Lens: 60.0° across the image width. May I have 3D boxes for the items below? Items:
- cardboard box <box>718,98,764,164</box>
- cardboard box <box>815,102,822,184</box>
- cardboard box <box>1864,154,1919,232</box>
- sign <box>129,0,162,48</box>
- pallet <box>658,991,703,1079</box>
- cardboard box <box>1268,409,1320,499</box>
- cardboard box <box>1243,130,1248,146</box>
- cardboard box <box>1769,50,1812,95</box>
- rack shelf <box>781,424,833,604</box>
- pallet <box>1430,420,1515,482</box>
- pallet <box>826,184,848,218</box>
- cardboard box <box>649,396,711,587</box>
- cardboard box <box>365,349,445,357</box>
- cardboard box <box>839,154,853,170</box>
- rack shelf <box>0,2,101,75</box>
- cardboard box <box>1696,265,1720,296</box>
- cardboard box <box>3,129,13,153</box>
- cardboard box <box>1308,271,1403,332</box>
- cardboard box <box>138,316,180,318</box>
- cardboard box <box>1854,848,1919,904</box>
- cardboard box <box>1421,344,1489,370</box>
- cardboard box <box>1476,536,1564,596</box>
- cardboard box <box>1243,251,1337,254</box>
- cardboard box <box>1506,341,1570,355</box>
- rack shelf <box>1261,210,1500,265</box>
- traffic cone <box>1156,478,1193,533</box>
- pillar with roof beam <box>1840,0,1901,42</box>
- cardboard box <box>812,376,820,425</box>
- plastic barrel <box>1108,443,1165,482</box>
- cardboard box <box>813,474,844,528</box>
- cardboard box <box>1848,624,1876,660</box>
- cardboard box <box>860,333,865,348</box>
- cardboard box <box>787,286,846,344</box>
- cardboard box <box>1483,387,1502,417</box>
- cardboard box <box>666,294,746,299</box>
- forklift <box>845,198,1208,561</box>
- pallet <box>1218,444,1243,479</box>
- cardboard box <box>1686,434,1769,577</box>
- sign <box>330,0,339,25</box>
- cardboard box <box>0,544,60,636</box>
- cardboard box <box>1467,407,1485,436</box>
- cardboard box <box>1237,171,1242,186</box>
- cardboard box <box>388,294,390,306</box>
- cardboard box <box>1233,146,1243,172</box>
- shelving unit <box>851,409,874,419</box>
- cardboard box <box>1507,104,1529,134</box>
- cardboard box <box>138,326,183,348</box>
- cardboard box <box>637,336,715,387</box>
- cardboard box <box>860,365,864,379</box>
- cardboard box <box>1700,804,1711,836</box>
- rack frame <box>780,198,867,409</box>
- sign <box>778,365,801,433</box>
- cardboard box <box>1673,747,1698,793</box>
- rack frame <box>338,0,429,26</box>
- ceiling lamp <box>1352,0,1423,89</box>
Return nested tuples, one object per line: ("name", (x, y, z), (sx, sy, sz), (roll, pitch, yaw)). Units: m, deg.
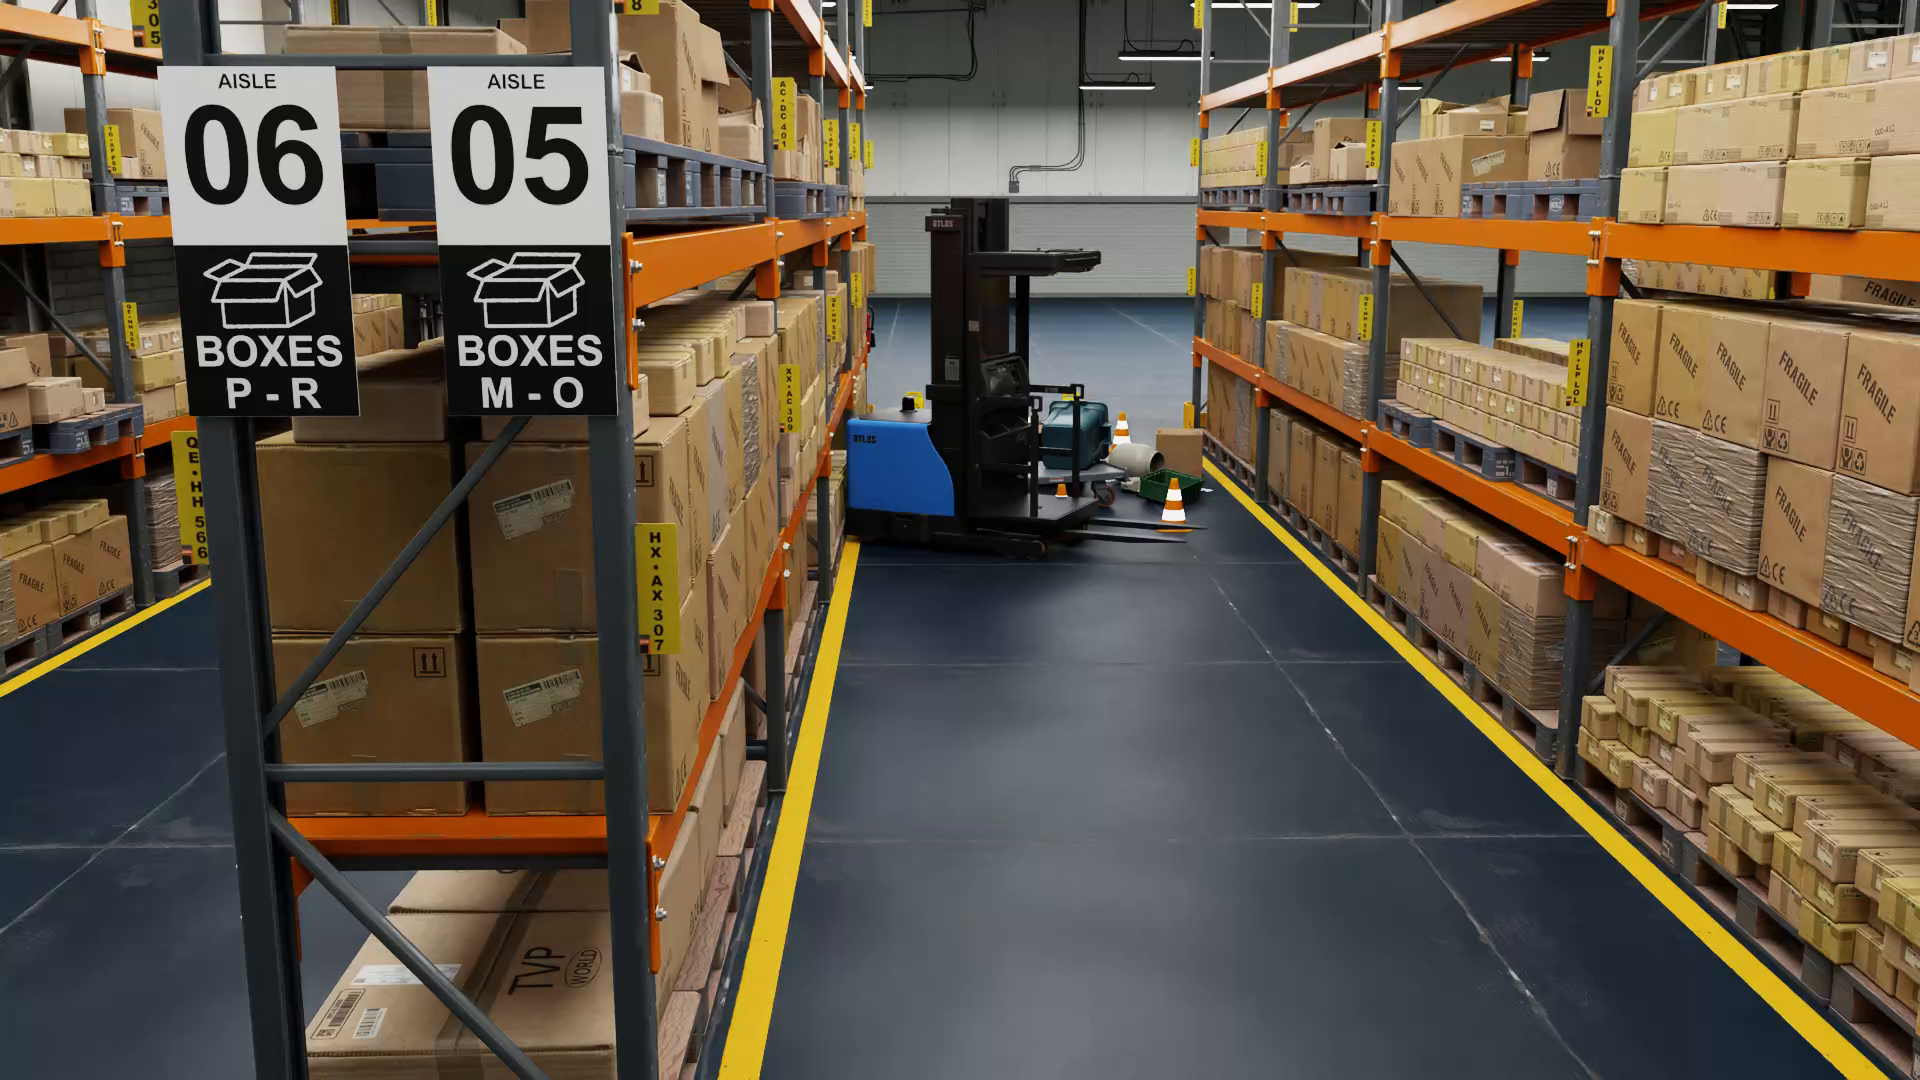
("cardboard box", (-1.039, -1.744, 7.099), (0.396, 0.266, 0.258), (0, 11, 1))
("cardboard box", (-1.245, -2.535, 10.658), (0.700, 0.500, 0.500), (-1, 11, -4))
("cardboard box", (3.369, -1.142, 5.478), (0.500, 0.250, 0.500), (0, 11, 1))
("sign", (-1.833, -1.282, 3.760), (0.100, 0.325, 0.005), (0, 11, -1))
("pallet", (-1.384, 1.792, 5.195), (1.003, 0.211, 1.213), (0, 11, -1))
("cardboard box", (3.512, -0.822, 15.669), (1.050, 0.750, 0.750), (0, 11, -1))
("cardboard box", (3.068, -4.056, 16.779), (0.380, 0.149, 0.250), (0, 11, 0))
("cardboard box", (3.318, -1.768, 6.303), (0.380, 0.149, 0.250), (0, 11, 2))
("rack shelf", (-1.414, -0.256, 10.086), (1.077, 0.370, 4.000), (0, 11, -1))
("pallet", (3.574, -0.559, 10.254), (1.003, 0.211, 1.213), (0, 11, -1))
("pallet", (-1.389, -2.256, 11.065), (1.213, 0.211, 1.003), (0, 11, 1))
("cardboard box", (-1.033, -0.154, 5.009), (0.500, 0.500, 0.500), (-1, 11, -3))
("cardboard box", (-1.580, -0.495, 5.057), (0.380, 0.149, 0.250), (0, 11, 0))
("cardboard box", (-1.218, -3.603, 15.857), (0.380, 0.149, 0.250), (0, 11, -2))
("rack shelf", (-6.376, -2.979, 9.426), (1.077, 0.370, 4.000), (0, 11, -1))
("cardboard box", (8.065, -2.814, 17.371), (0.500, 0.500, 0.500), (0, 11, -1))
("cardboard box", (-6.196, -2.500, 10.417), (0.380, 0.149, 0.250), (0, 11, -2))
("cardboard box", (3.448, -2.079, 14.498), (0.700, 0.500, 0.500), (0, 11, -1))
("cardboard box", (-6.734, -1.823, 14.116), (0.380, 0.149, 0.250), (0, 11, -2))
("cardboard box", (3.371, 1.186, 5.785), (0.380, 0.149, 0.250), (-1, 11, -3))
("cardboard box", (3.317, -1.226, 11.137), (0.380, 0.149, 0.250), (0, 11, -1))
("cardboard box", (3.309, 0.151, 9.615), (0.500, 0.250, 0.500), (0, 11, 2))
("cardboard box", (3.435, -2.735, 17.401), (0.875, 0.550, 0.550), (0, 11, -1))
("cardboard box", (3.963, -1.275, 11.381), (0.380, 0.149, 0.250), (0, 11, -2))
("rack shelf", (3.451, -2.562, 13.907), (1.077, 0.370, 4.000), (0, 11, -1))
("traffic cone", (1.927, -0.326, 15.001), (0.336, 0.463, 0.334), (0, 11, -1))
("pillar with roof beam", (19.224, -10.256, 42.479), (9.100, 9.000, 0.548), (0, 11, -1))
("cardboard box", (-1.146, -0.879, 10.467), (0.500, 0.250, 0.500), (-1, 11, -3))
("plastic barrel", (1.852, -0.798, 17.430), (0.512, 0.421, 0.421), (9, 15, 38))
("cardboard box", (-1.490, -0.334, 14.214), (0.950, 0.372, 0.625), (0, 11, 1))
("cardboard box", (3.429, 0.347, 5.938), (0.380, 0.149, 0.250), (-1, 11, -4))
("cardboard box", (-1.263, -2.248, 18.727), (0.380, 0.149, 0.250), (0, 11, 0))
("cardboard box", (-1.287, -2.012, 14.879), (0.500, 0.500, 0.500), (0, 11, -1))
("cardboard box", (3.338, -0.820, 9.886), (0.380, 0.149, 0.250), (0, 11, -1))
("cardboard box", (-1.669, -1.348, 10.891), (0.500, 0.500, 0.500), (0, 11, -1))
("forklift", (0.568, -1.386, 14.019), (3.031, 2.935, 1.130), (5, 13, 24))
("pallet", (3.444, -0.870, 18.315), (1.003, 0.211, 1.213), (0, 11, -1))
("cardboard box", (3.325, -0.148, 6.746), (0.500, 0.500, 0.500), (0, 11, -2))
("sign", (-7.138, -6.050, 18.999), (0.100, 0.325, 0.005), (0, 11, -1))
("cardboard box", (-6.181, 0.321, 10.664), (0.500, 0.500, 0.500), (0, 11, 1))
("cardboard box", (3.333, -0.724, 10.160), (0.380, 0.149, 0.250), (-1, 11, -3))
("cardboard box", (3.061, -3.716, 17.114), (0.380, 0.149, 0.250), (0, 11, 0))
("cardboard box", (-6.330, -2.570, 17.798), (0.380, 0.149, 0.250), (0, 11, -2))
("cardboard box", (3.124, -3.936, 17.191), (0.500, 0.250, 0.500), (0, 11, -2))
("shelving unit", (-0.893, -0.675, 15.123), (0.215, 1.050, 0.252), (-1, -26, 4))
("cardboard box", (3.786, -2.760, 10.896), (0.396, 0.266, 0.258), (0, 11, -1))
("cardboard box", (-6.185, -1.572, 12.883), (0.380, 0.149, 0.250), (0, 11, -1))
("cardboard box", (-1.032, -0.603, 5.587), (0.380, 0.149, 0.250), (0, 11, -1))
("cardboard box", (-1.266, -1.859, 18.521), (0.380, 0.149, 0.250), (0, 11, 0))
("cardboard box", (3.419, 1.219, 7.119), (0.380, 0.149, 0.250), (-1, 11, -4))
("rack frame", (-1.620, -2.596, 19.813), (1.000, 3.000, 0.127), (0, 11, -1))
("sign", (-0.818, -0.677, 7.974), (0.100, 0.325, 0.005), (0, 11, -1))
("cardboard box", (3.401, 1.019, 7.356), (0.380, 0.149, 0.250), (-1, 11, -4))
("rack frame", (-6.583, -5.515, 19.113), (1.000, 3.000, 0.127), (0, 11, -1))
("ceiling lamp", (11.186, -13.508, 43.829), (2.000, 3.185, 0.800), (0, 11, -1))
